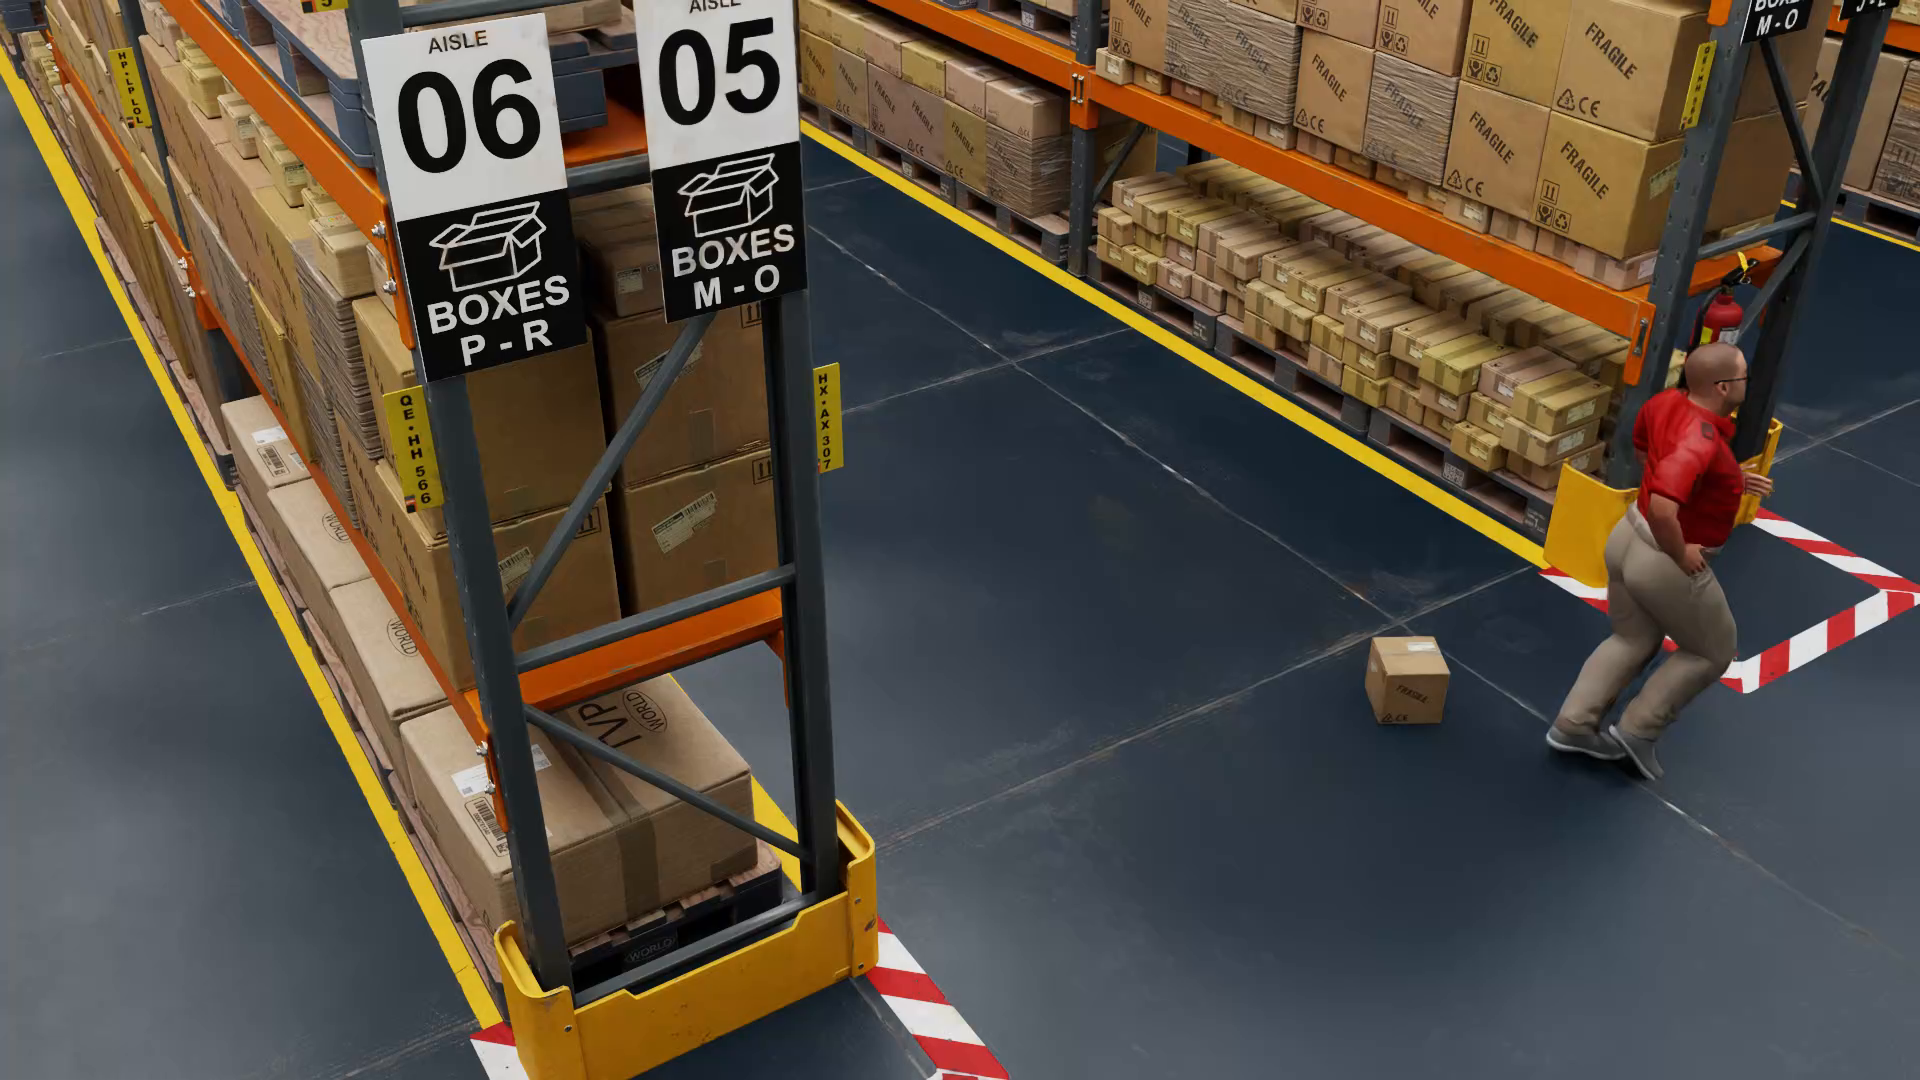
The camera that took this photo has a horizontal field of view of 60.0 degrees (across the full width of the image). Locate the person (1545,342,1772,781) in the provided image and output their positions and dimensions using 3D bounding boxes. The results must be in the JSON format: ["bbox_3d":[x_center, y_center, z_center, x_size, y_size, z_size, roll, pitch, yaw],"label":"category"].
[{"bbox_3d":[2.589,0.105,6.047,0.660,1.772,0.660,0,32,-1],"label":"person"}]
